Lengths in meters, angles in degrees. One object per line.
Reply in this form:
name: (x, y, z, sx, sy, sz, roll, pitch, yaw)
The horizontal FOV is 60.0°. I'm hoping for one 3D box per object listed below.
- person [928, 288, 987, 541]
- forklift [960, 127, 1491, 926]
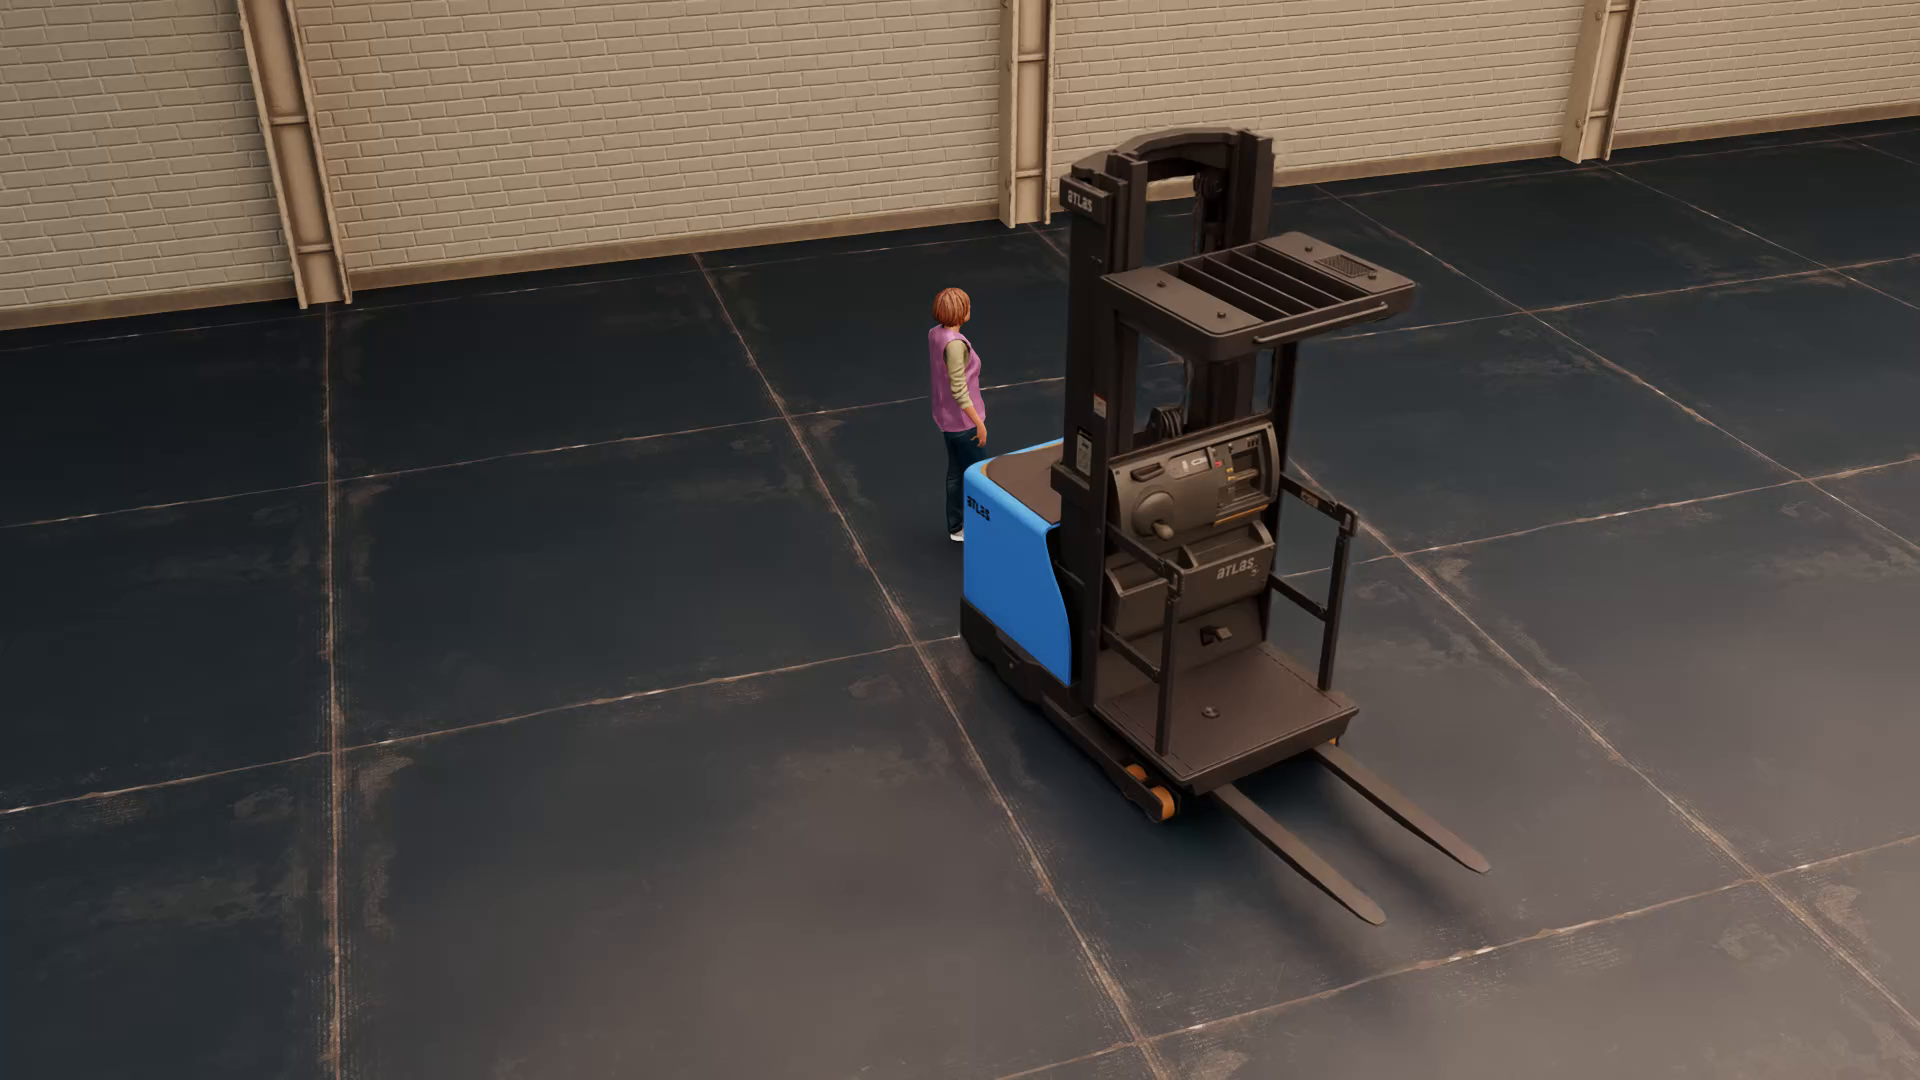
person: (0.074, -0.704, 9.633, 0.476, 1.597, 0.520, -10, 31, -16)
forklift: (1.202, -0.224, 7.477, 1.130, 2.935, 3.031, -17, 34, -27)
